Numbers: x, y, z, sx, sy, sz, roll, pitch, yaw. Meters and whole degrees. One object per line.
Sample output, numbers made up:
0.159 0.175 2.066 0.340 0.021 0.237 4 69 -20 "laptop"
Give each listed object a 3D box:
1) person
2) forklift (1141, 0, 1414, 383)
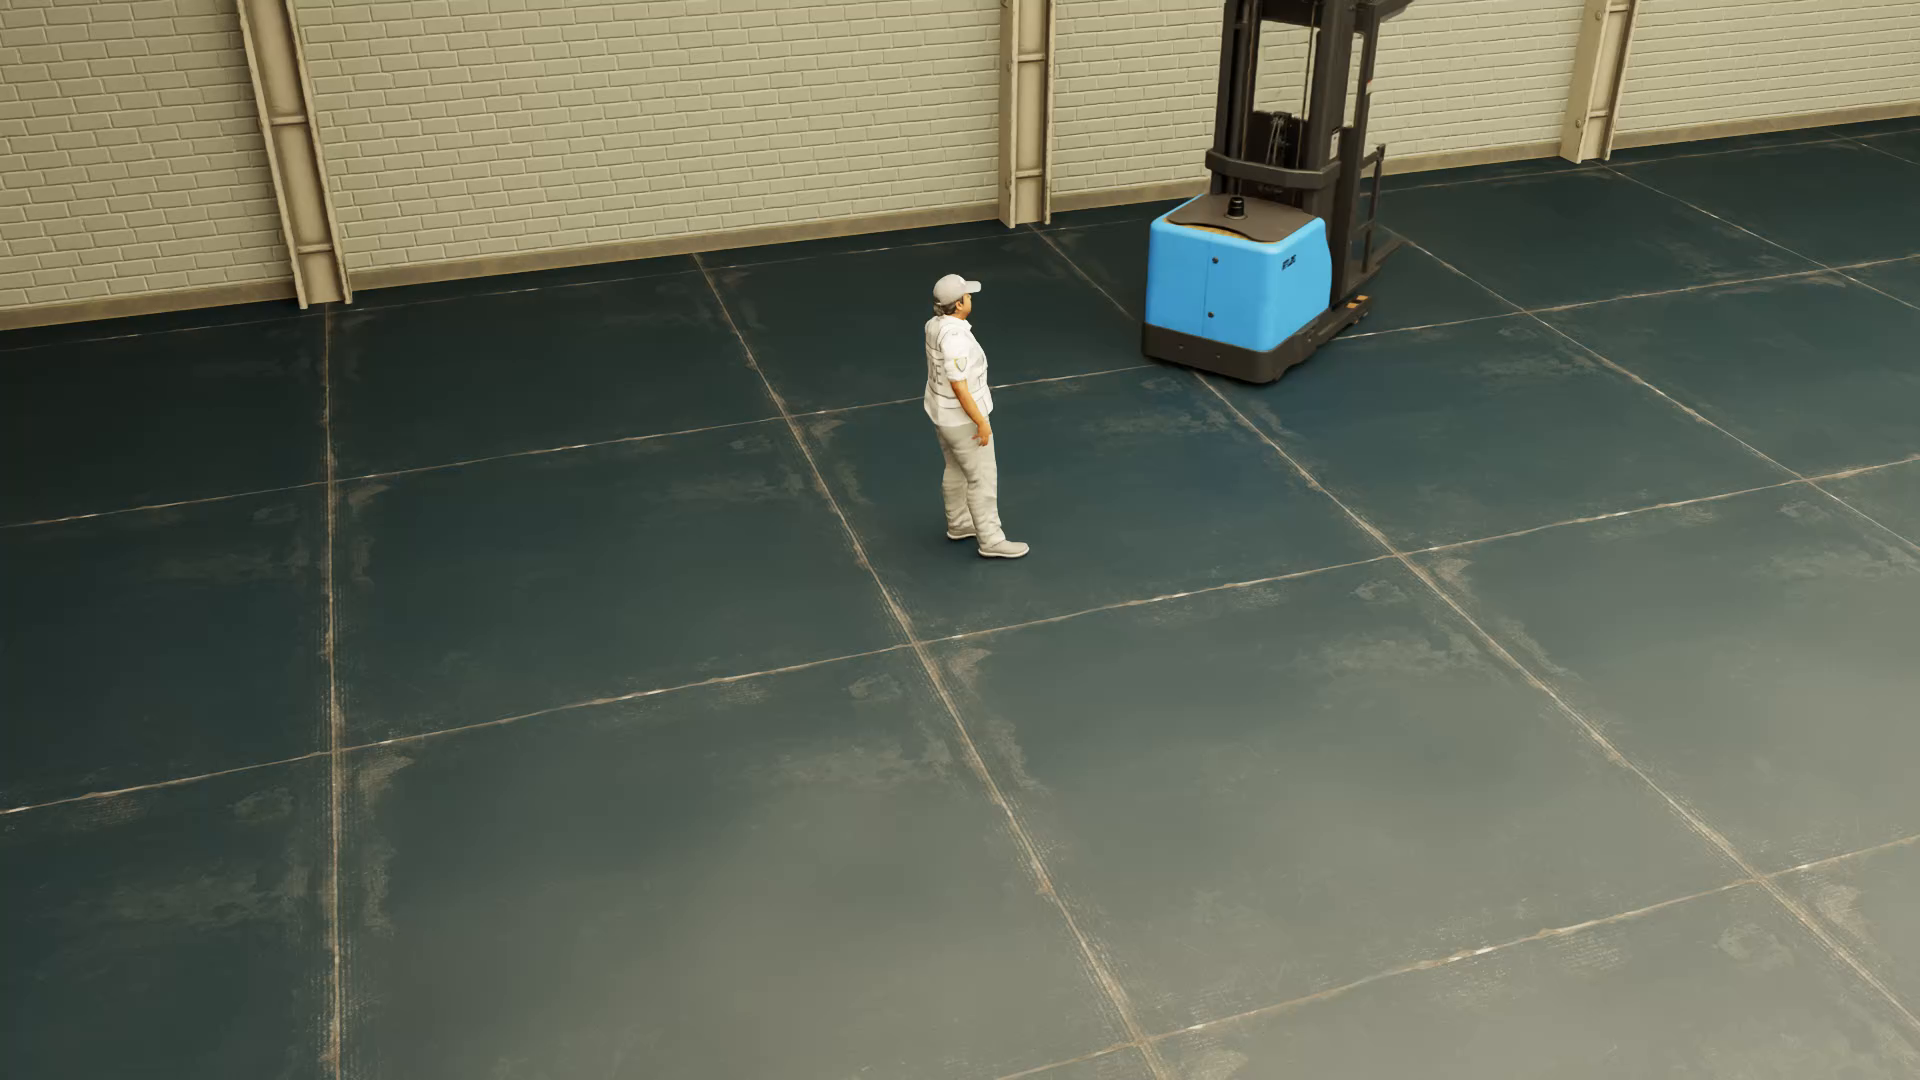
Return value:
0.080 -0.730 9.609 0.529 1.670 0.598 -10 31 -16 "person"
2.591 -3.072 12.426 1.130 2.935 3.031 19 35 30 "forklift"
